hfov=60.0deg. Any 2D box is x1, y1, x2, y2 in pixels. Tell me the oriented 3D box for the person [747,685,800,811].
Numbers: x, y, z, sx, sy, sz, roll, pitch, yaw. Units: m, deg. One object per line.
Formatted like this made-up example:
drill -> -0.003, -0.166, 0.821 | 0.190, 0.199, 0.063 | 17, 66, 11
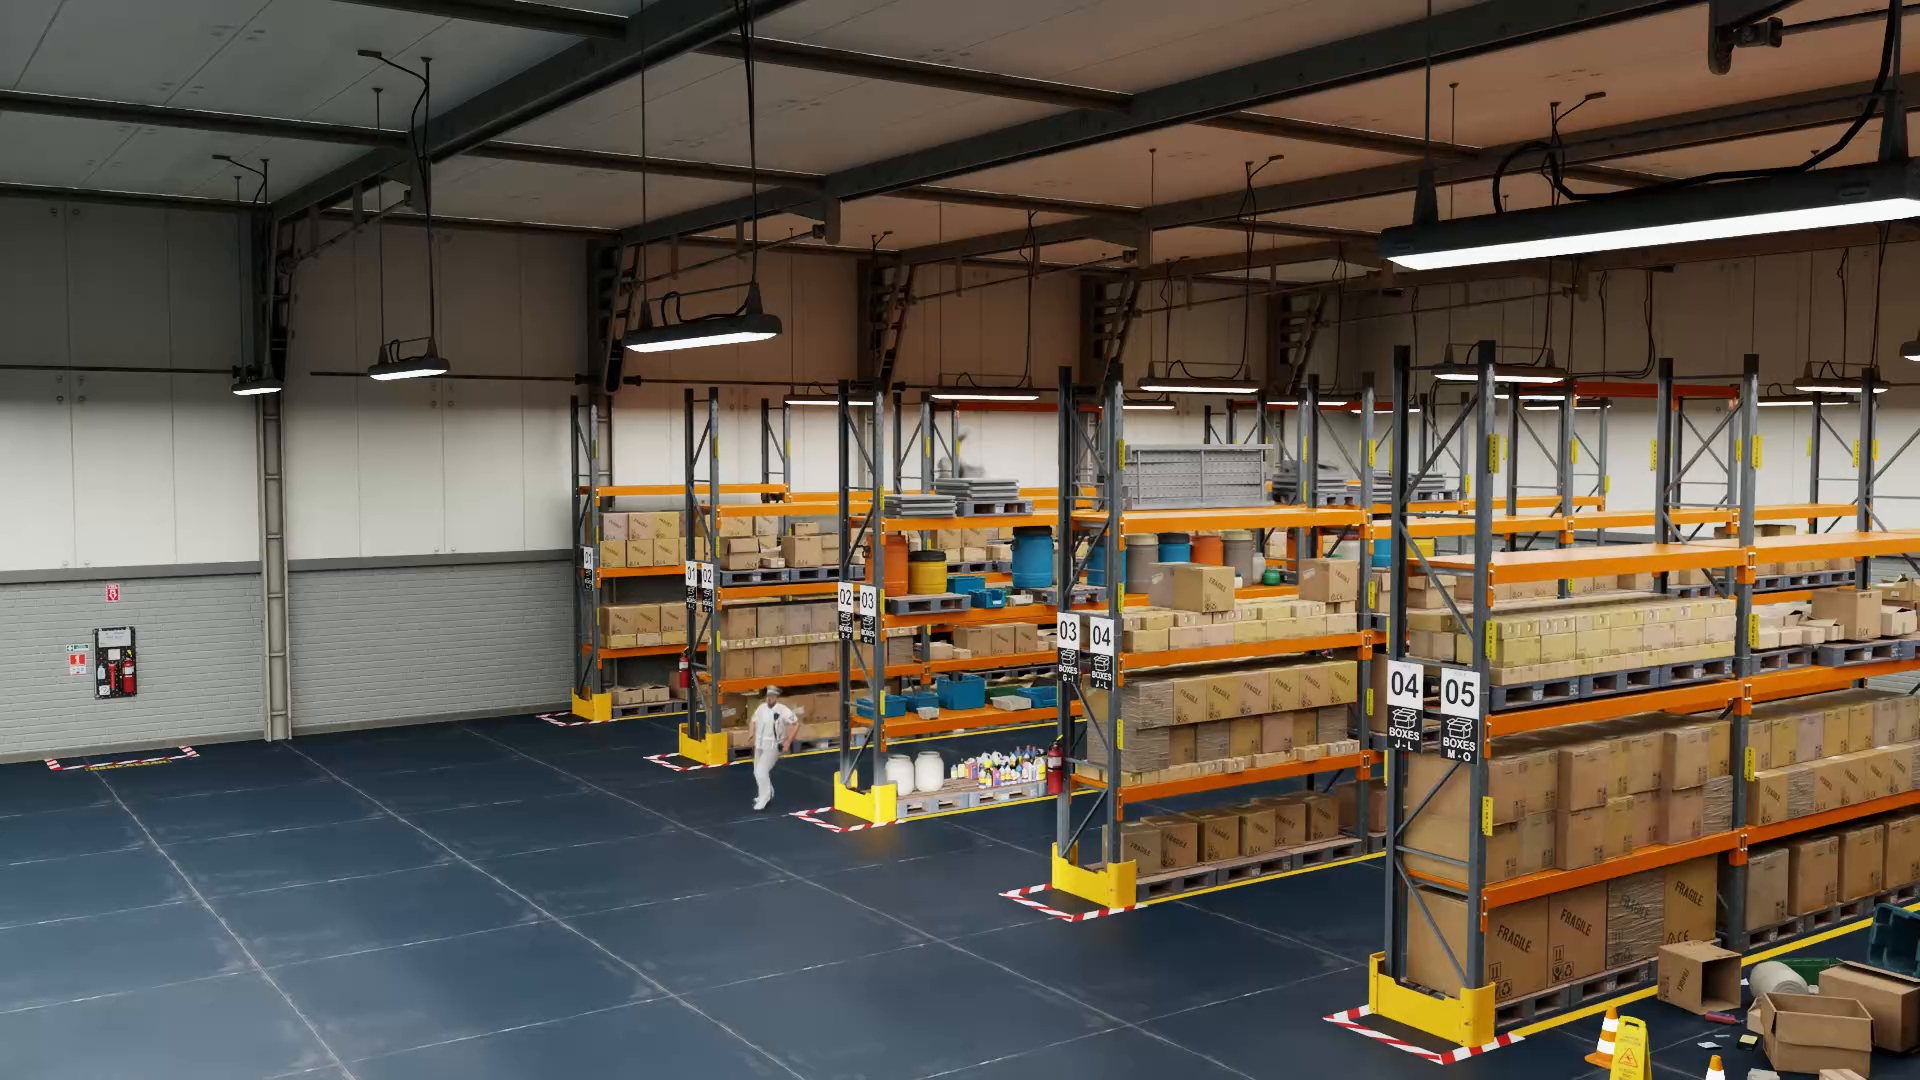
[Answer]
person -> -2.657, 2.910, 23.283 | 0.720, 1.790, 0.670 | 2, 4, 33
